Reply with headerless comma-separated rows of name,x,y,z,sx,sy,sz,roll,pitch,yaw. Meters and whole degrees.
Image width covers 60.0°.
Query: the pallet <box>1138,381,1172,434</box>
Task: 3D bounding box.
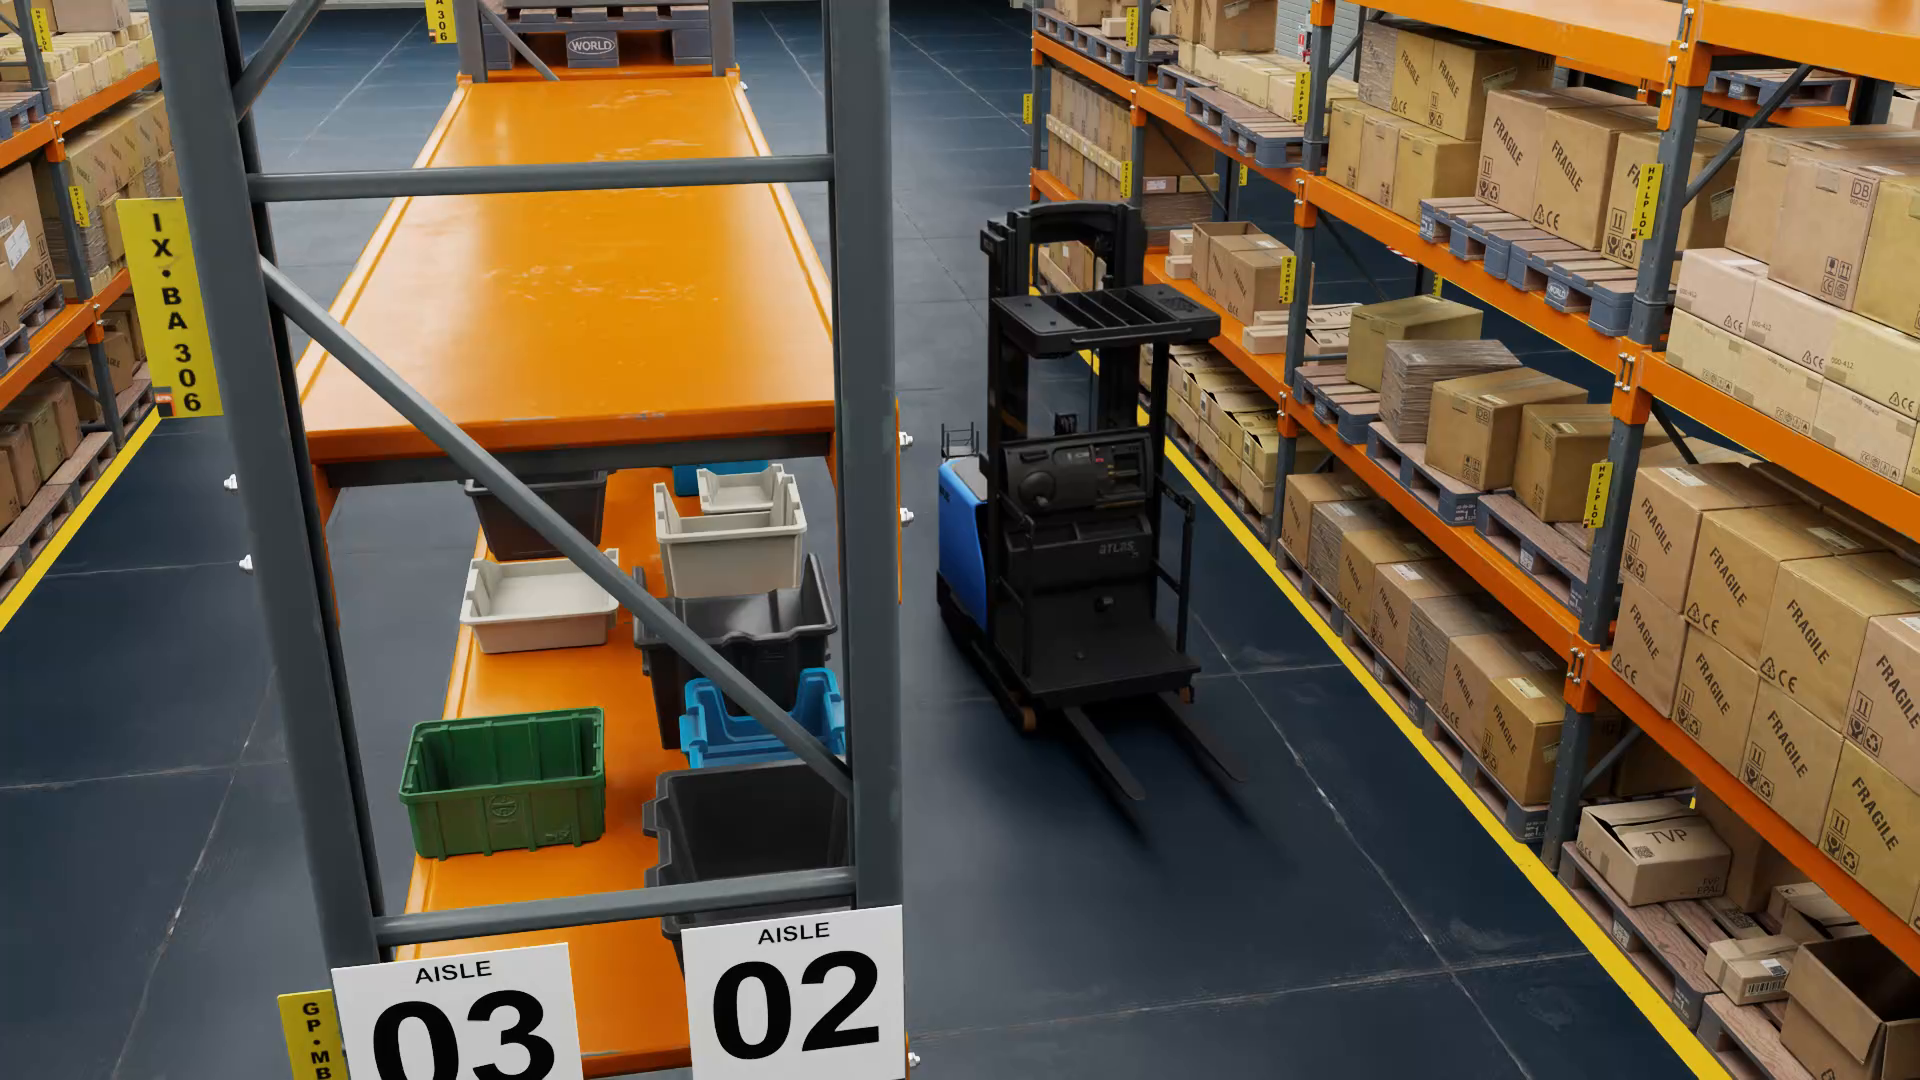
pallet,2.220,-1.300,15.205,1.003,0.211,1.213,-4,24,-10

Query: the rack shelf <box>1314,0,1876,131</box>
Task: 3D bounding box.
rack shelf,3.155,-2.741,8.924,1.077,0.370,4.000,-4,24,-10

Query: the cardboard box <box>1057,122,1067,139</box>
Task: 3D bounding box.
cardboard box,1.263,-4.409,17.905,0.380,0.149,0.250,-4,24,-10

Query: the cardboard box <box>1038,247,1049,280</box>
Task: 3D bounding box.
cardboard box,1.187,-3.143,18.852,0.500,0.250,0.500,-4,24,-10

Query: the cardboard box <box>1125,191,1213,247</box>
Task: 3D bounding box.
cardboard box,1.958,-3.085,15.683,0.700,0.500,0.500,-5,24,-11

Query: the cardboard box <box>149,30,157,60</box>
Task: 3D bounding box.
cardboard box,-8.091,-4.842,16.270,0.500,0.250,0.500,-4,24,-9

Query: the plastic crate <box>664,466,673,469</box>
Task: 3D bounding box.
plastic crate,-0.968,-0.486,6.375,0.450,0.188,0.662,-4,24,-10

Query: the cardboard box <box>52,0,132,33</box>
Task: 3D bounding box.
cardboard box,-7.895,-4.901,15.098,0.500,0.500,0.500,-4,24,-10

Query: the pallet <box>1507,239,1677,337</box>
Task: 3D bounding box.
pallet,3.474,-1.268,8.136,1.213,0.211,1.003,-4,24,-10

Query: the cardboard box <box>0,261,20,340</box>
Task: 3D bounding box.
cardboard box,-7.279,-1.698,11.979,0.797,0.503,0.637,-2,24,-4

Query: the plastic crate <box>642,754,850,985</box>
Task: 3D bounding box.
plastic crate,-0.401,0.734,3.481,0.497,0.269,0.590,-4,24,-10

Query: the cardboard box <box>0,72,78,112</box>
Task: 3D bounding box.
cardboard box,-7.522,-3.635,13.507,0.500,0.250,0.500,-5,24,-12

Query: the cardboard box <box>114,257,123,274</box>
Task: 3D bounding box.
cardboard box,-7.597,-2.418,14.595,0.380,0.149,0.250,-4,24,-10

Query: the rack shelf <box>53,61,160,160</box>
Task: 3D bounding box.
rack shelf,-8.060,-3.965,14.974,1.077,0.370,4.000,-4,24,-10

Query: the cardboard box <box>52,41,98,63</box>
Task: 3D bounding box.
cardboard box,-7.644,-4.185,14.268,0.380,0.149,0.250,-5,24,-11

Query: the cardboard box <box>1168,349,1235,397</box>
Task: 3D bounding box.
cardboard box,2.062,-1.472,14.326,0.500,0.311,0.500,-5,24,-11

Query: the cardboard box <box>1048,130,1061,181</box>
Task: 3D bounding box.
cardboard box,1.380,-4.299,18.464,0.700,0.500,0.500,-4,24,-10

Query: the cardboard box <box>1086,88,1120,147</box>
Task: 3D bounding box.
cardboard box,1.679,-4.271,16.779,0.700,0.500,0.500,-4,24,-10

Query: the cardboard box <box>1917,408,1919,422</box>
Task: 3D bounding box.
cardboard box,3.639,-0.453,5.596,0.500,0.250,0.500,-4,24,-10

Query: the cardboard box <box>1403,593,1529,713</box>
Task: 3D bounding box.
cardboard box,2.977,0.661,9.806,0.500,0.500,0.500,-4,24,-9

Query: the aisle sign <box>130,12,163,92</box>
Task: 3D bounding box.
aisle sign,-8.147,-4.944,16.818,0.394,0.787,0.004,-4,24,-10

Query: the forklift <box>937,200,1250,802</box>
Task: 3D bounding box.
forklift,0.780,-0.378,9.697,1.130,2.935,3.031,-7,25,-16

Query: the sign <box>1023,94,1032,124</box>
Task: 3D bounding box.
sign,0.760,-4.832,18.629,0.100,0.325,0.005,-4,24,-10

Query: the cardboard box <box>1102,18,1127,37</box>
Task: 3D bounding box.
cardboard box,1.554,-4.835,15.682,0.380,0.149,0.250,-4,24,-10

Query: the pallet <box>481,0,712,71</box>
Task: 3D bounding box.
pallet,-1.527,-2.156,6.920,1.003,0.211,1.213,-4,24,-10

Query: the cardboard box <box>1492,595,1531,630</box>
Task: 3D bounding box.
cardboard box,3.481,0.611,9.918,0.500,0.500,0.500,-4,24,-9

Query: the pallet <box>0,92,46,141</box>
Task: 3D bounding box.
pallet,-7.681,-3.171,12.492,1.213,0.211,1.003,-4,24,-10

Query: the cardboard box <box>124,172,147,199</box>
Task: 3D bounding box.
cardboard box,-8.014,-3.085,15.312,0.875,0.500,0.500,-4,24,-10

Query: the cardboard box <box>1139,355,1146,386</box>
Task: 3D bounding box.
cardboard box,1.877,-1.620,15.365,0.500,0.250,0.500,-5,24,-11

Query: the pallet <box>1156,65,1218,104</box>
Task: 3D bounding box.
pallet,2.222,-3.806,13.950,0.805,0.209,1.217,-5,24,-12

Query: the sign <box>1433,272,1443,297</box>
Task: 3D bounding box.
sign,3.317,-1.830,11.586,0.100,0.325,0.005,-4,24,-10

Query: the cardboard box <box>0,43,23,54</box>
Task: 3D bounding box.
cardboard box,-8.177,-4.146,14.179,0.380,0.149,0.250,-3,24,-8

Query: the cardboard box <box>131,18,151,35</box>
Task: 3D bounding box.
cardboard box,-7.981,-4.898,15.902,0.380,0.149,0.250,-5,24,-12

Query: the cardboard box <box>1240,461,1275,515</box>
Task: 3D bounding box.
cardboard box,2.449,-0.413,12.601,0.500,0.250,0.500,-4,24,-8

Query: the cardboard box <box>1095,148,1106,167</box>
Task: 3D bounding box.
cardboard box,1.552,-3.799,16.507,0.380,0.149,0.250,-4,24,-8

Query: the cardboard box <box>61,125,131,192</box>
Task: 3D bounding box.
cardboard box,-7.710,-3.363,14.698,0.500,0.500,0.500,-4,24,-10

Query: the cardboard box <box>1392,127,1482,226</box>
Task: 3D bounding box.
cardboard box,3.090,-2.138,9.767,0.910,0.500,0.500,-4,24,-10

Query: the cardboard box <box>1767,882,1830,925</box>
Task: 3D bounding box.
cardboard box,4.038,1.733,7.789,0.380,0.149,0.250,-4,24,-10

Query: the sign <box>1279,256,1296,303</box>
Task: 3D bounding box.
sign,2.241,-1.780,11.373,0.100,0.325,0.005,-4,24,-10

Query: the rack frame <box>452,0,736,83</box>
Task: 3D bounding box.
rack frame,-1.343,-2.102,6.063,1.000,3.000,0.127,-4,24,-10

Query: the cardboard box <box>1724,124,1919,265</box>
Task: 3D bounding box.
cardboard box,3.653,-1.408,6.847,0.700,0.500,0.500,-4,24,-10

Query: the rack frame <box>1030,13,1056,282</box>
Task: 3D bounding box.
rack frame,1.306,-4.438,18.907,1.000,3.000,0.127,-4,24,-10

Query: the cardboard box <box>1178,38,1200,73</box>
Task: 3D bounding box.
cardboard box,2.150,-4.120,14.093,0.500,0.250,0.500,-2,24,-4

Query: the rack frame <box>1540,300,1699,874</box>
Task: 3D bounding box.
rack frame,3.525,0.282,8.099,1.000,3.000,0.127,-4,24,-10

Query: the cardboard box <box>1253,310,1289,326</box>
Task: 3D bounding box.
cardboard box,2.494,-1.674,12.891,0.380,0.149,0.250,-3,24,-6

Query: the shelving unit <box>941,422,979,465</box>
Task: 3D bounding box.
shelving unit,0.001,-0.409,12.305,0.258,0.900,0.210,-4,24,-10

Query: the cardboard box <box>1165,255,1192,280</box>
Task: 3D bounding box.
cardboard box,2.009,-2.386,14.522,0.380,0.149,0.250,-4,24,-10

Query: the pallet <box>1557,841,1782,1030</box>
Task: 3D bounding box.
pallet,3.651,1.830,8.039,1.003,0.211,1.213,-4,24,-10

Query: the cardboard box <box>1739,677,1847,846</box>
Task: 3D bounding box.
cardboard box,3.540,0.855,6.663,0.500,0.500,0.500,-4,24,-10

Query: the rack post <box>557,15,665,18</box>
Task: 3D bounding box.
rack post,-1.843,-2.660,7.964,0.937,0.300,0.954,-2,24,-4

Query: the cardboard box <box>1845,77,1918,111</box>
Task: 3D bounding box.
cardboard box,7.504,-3.607,13.103,0.797,0.503,0.637,-1,24,-2

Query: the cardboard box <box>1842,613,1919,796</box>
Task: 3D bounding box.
cardboard box,3.623,0.592,6.015,0.500,0.500,0.500,-4,24,-8

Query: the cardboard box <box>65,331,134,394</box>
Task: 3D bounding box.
cardboard box,-7.838,-1.565,14.927,0.500,0.500,0.500,3,24,7

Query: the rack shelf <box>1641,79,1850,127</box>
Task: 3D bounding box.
rack shelf,7.283,-3.491,13.889,1.077,0.370,4.000,-4,24,-10
